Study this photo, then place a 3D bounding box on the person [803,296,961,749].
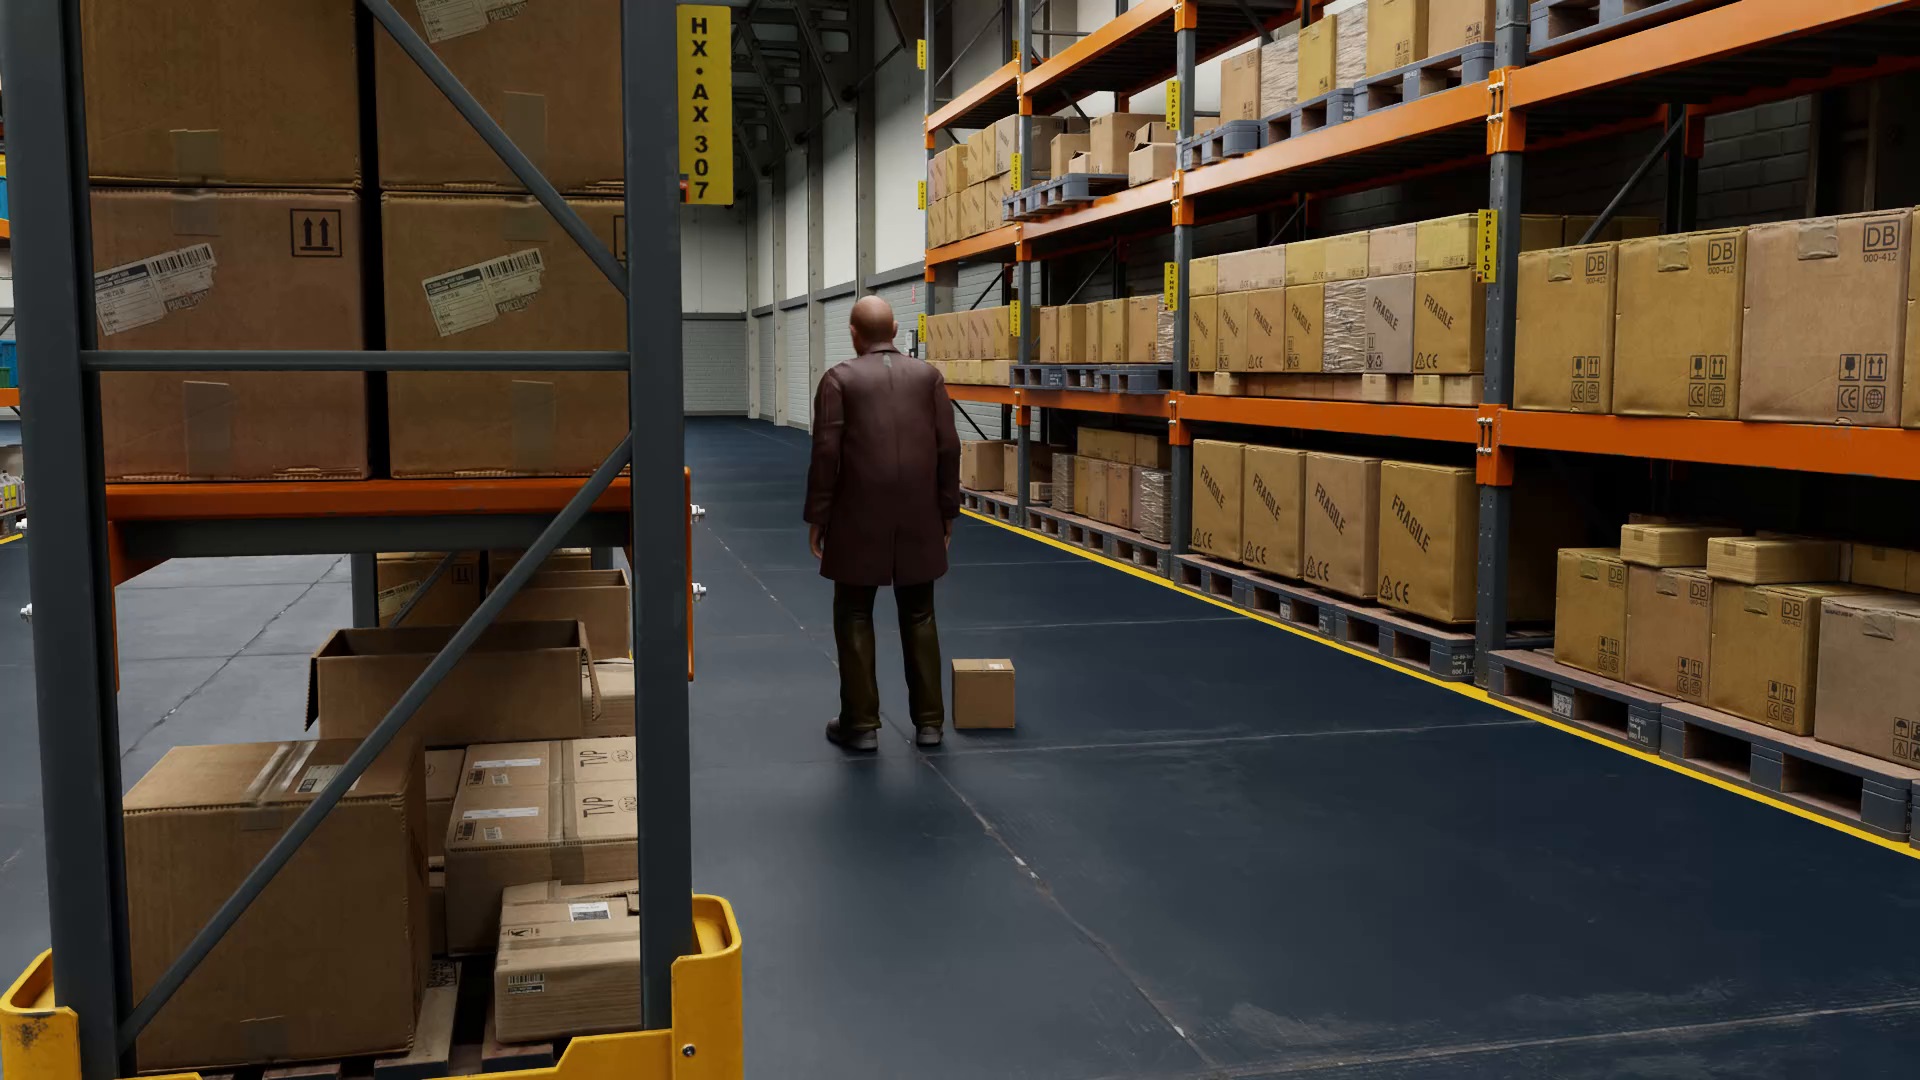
[{"bbox_3d":[-0.307,-0.072,6.579,0.647,1.772,0.431,-2,6,-20],"label":"person"}]
